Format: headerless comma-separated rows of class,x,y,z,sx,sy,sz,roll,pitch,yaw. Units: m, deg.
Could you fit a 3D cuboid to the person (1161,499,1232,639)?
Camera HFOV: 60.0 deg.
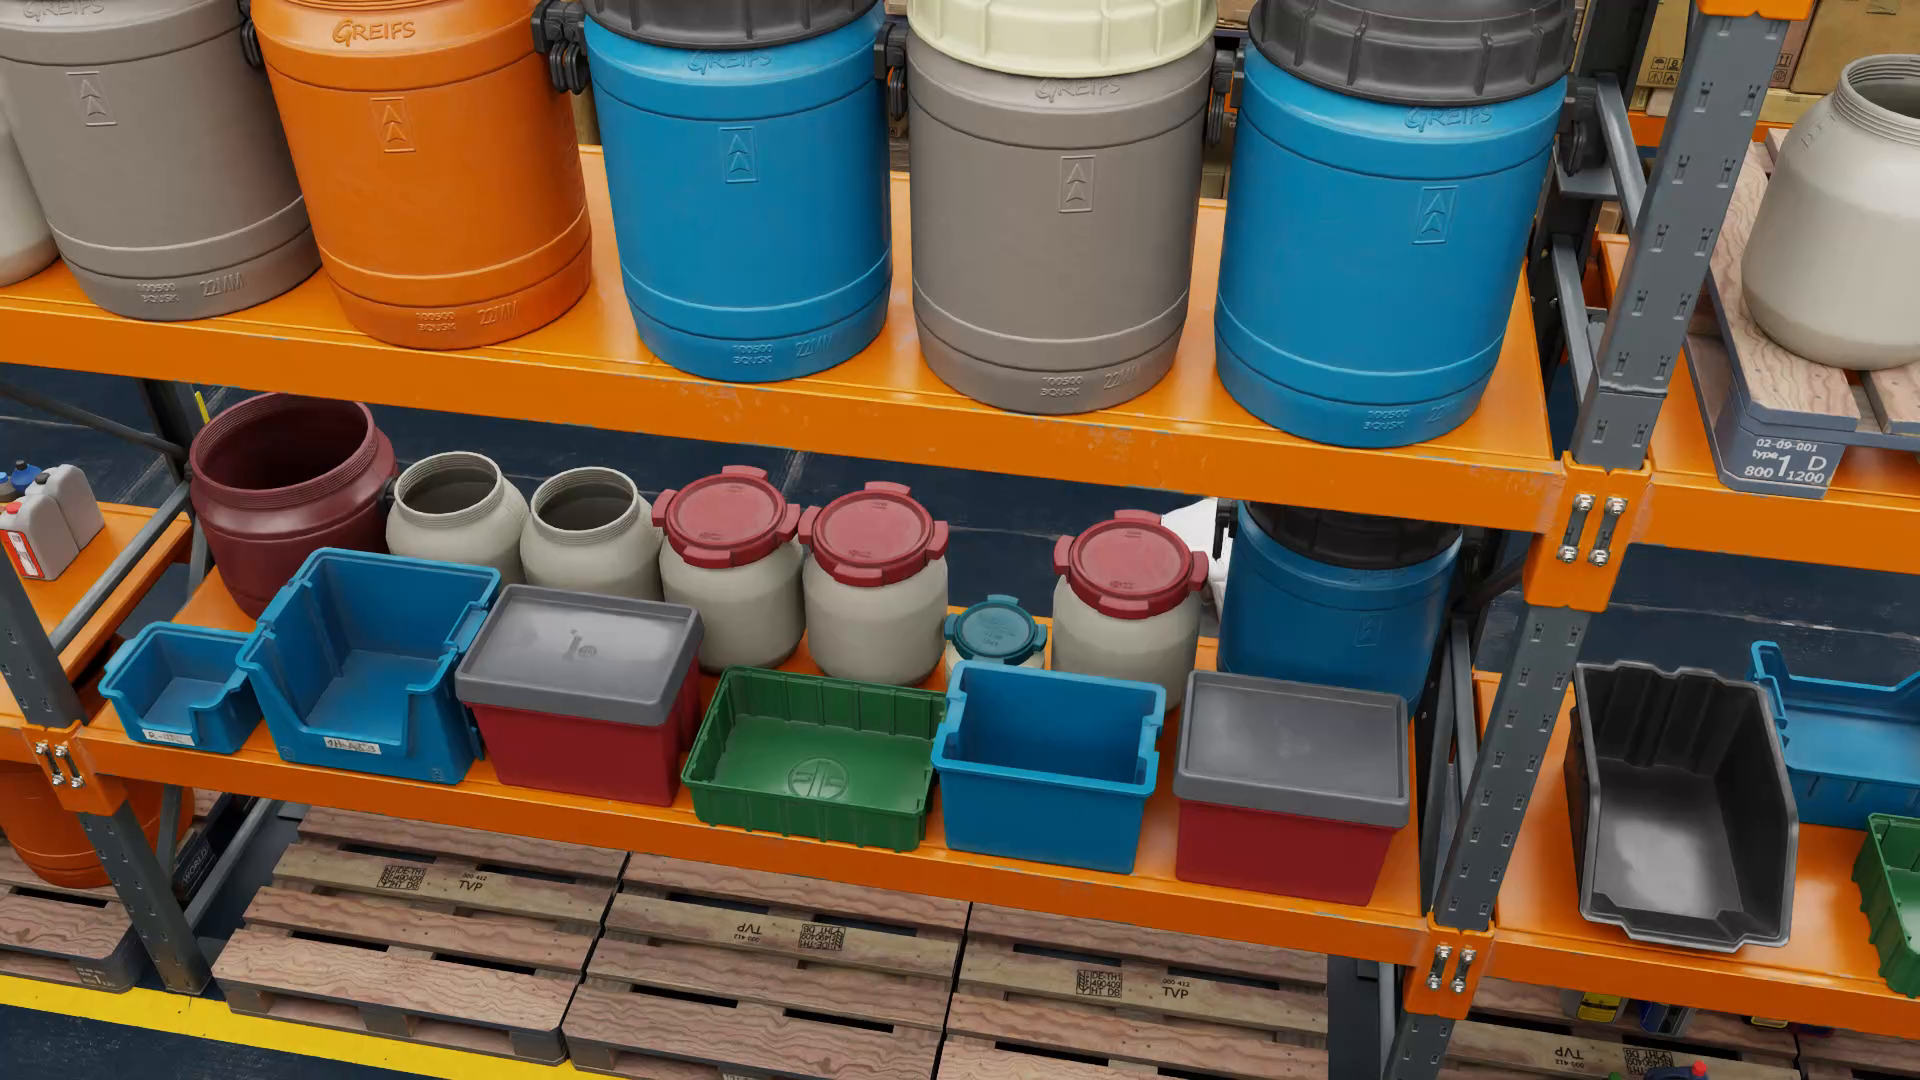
person,0.958,0.207,6.672,0.915,0.890,0.543,6,41,7
